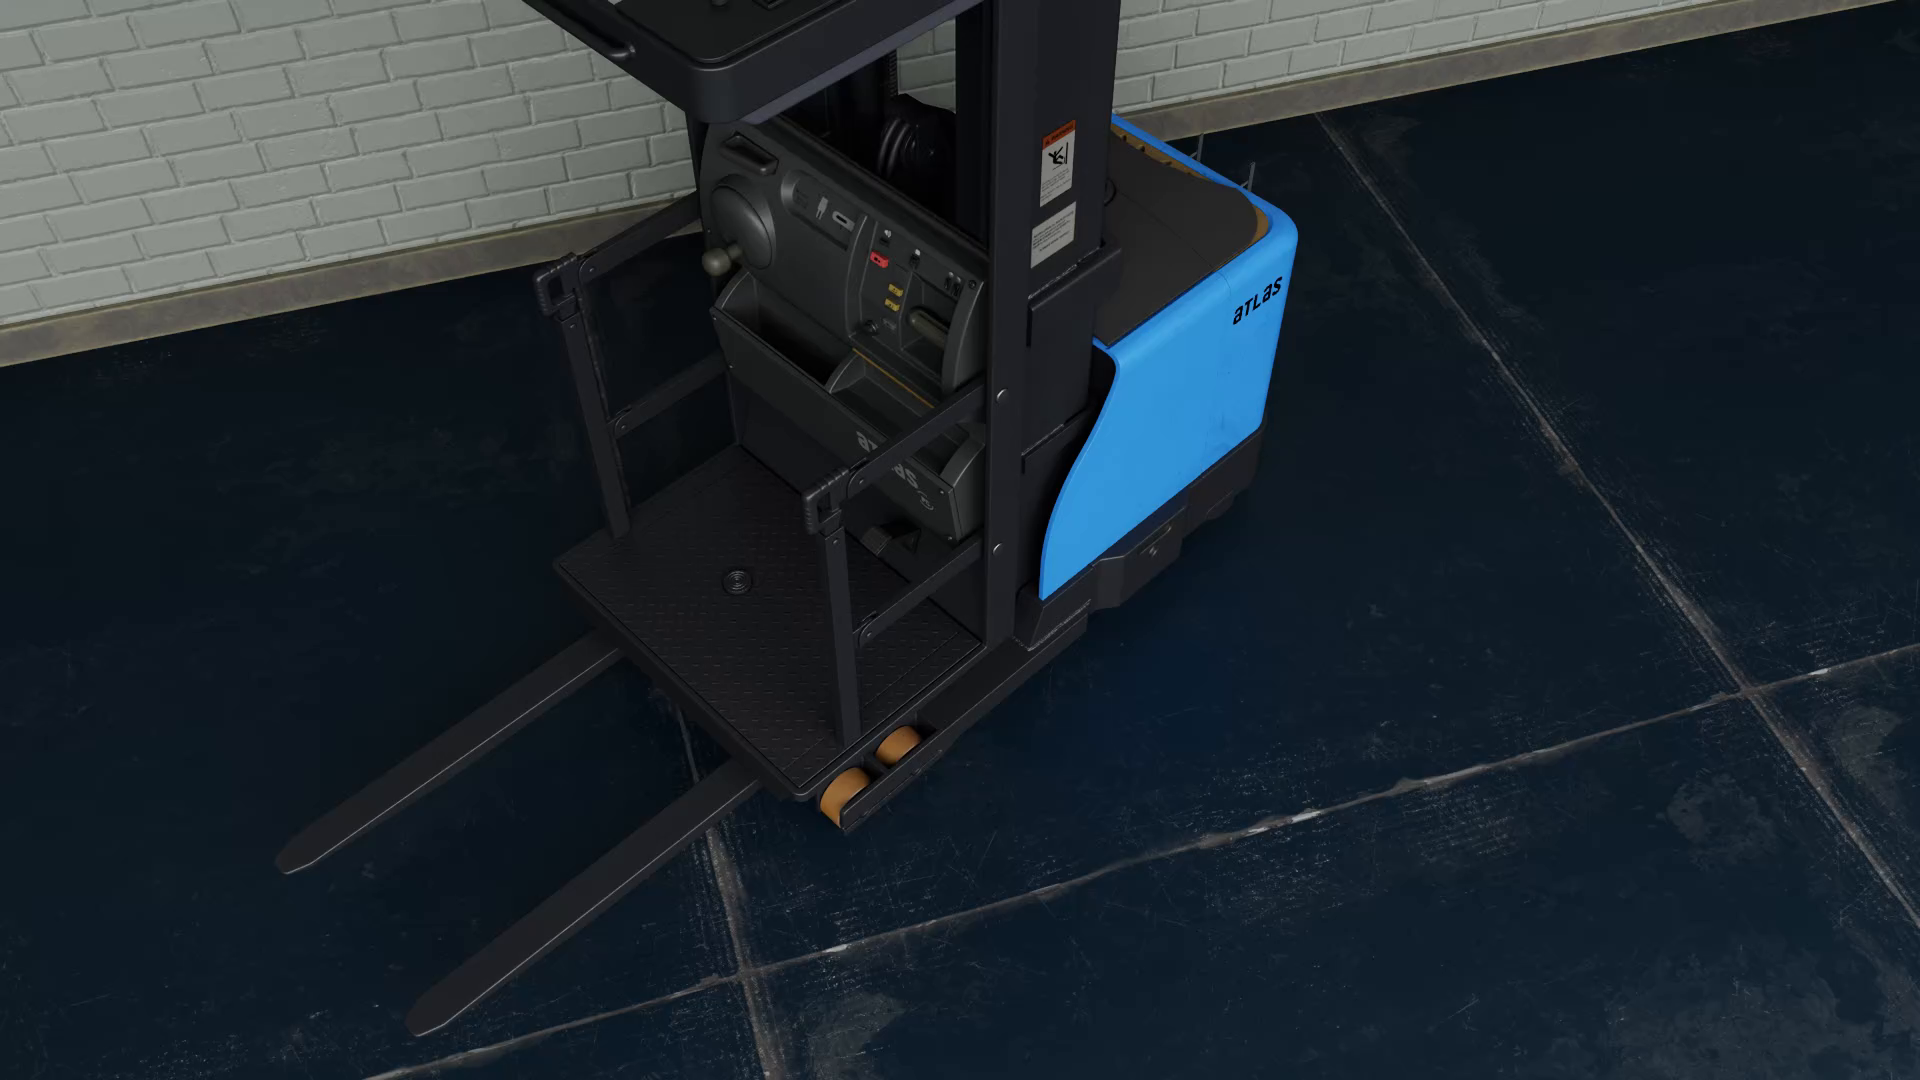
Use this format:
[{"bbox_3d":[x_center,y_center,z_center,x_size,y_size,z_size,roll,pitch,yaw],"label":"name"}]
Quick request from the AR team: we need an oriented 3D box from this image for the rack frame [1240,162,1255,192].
[{"bbox_3d":[0.807,-0.791,5.328,0.240,0.900,0.006,-37,59,-27],"label":"rack frame"}]

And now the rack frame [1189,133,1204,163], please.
[{"bbox_3d":[0.665,-0.902,5.422,0.240,0.900,0.006,-37,59,-27],"label":"rack frame"}]

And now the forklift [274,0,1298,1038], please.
[{"bbox_3d":[-0.448,-0.608,3.846,3.031,2.935,1.130,-37,59,-27],"label":"forklift"}]

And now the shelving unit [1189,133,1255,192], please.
[{"bbox_3d":[0.736,-0.846,5.375,0.258,0.900,0.210,-37,59,-27],"label":"shelving unit"}]
